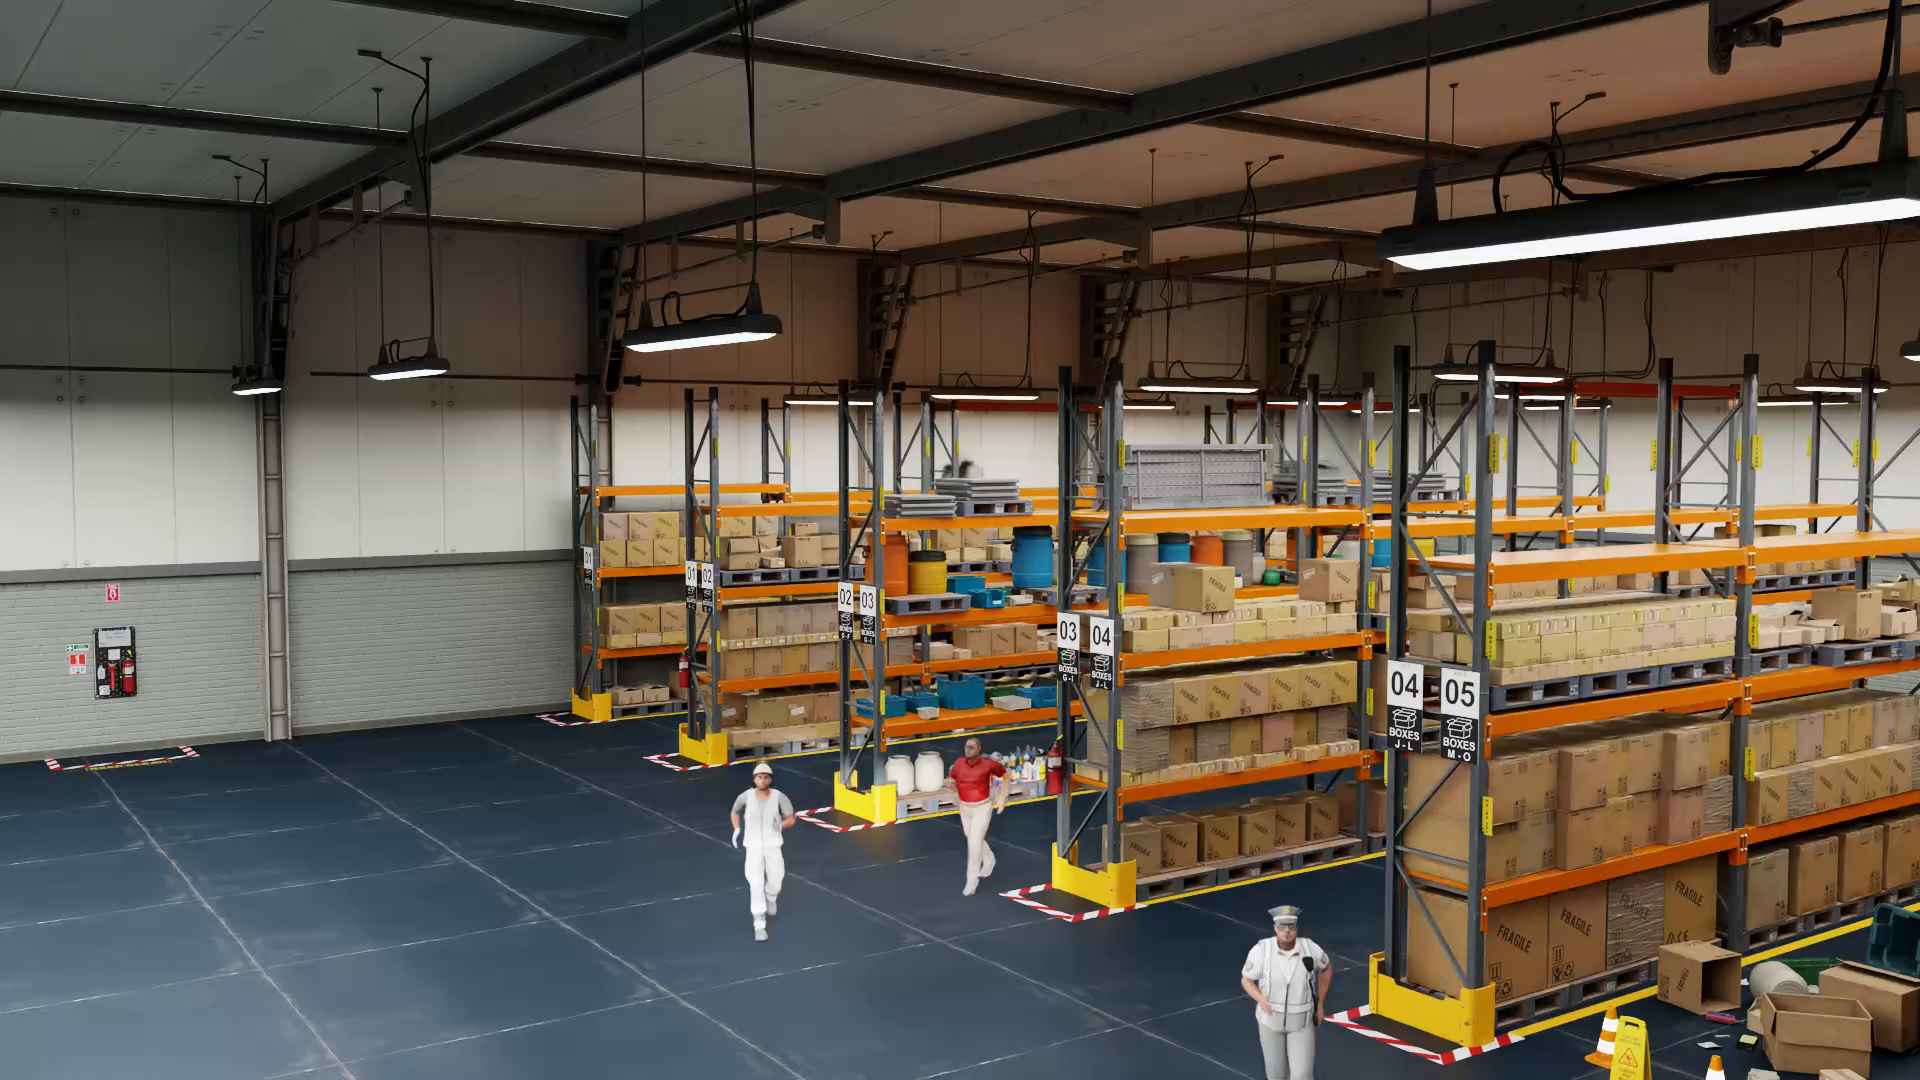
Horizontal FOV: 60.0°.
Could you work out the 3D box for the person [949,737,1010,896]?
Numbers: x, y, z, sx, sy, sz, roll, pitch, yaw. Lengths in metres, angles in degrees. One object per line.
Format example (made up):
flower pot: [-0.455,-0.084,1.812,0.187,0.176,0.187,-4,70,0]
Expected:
person: [0.189,3.162,19.278,0.691,1.756,0.911,2,4,32]

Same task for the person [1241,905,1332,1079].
person: [2.389,3.562,12.209,0.649,1.809,0.716,1,4,14]

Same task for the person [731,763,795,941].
person: [-2.060,3.219,17.407,0.667,1.767,0.963,0,3,-8]
